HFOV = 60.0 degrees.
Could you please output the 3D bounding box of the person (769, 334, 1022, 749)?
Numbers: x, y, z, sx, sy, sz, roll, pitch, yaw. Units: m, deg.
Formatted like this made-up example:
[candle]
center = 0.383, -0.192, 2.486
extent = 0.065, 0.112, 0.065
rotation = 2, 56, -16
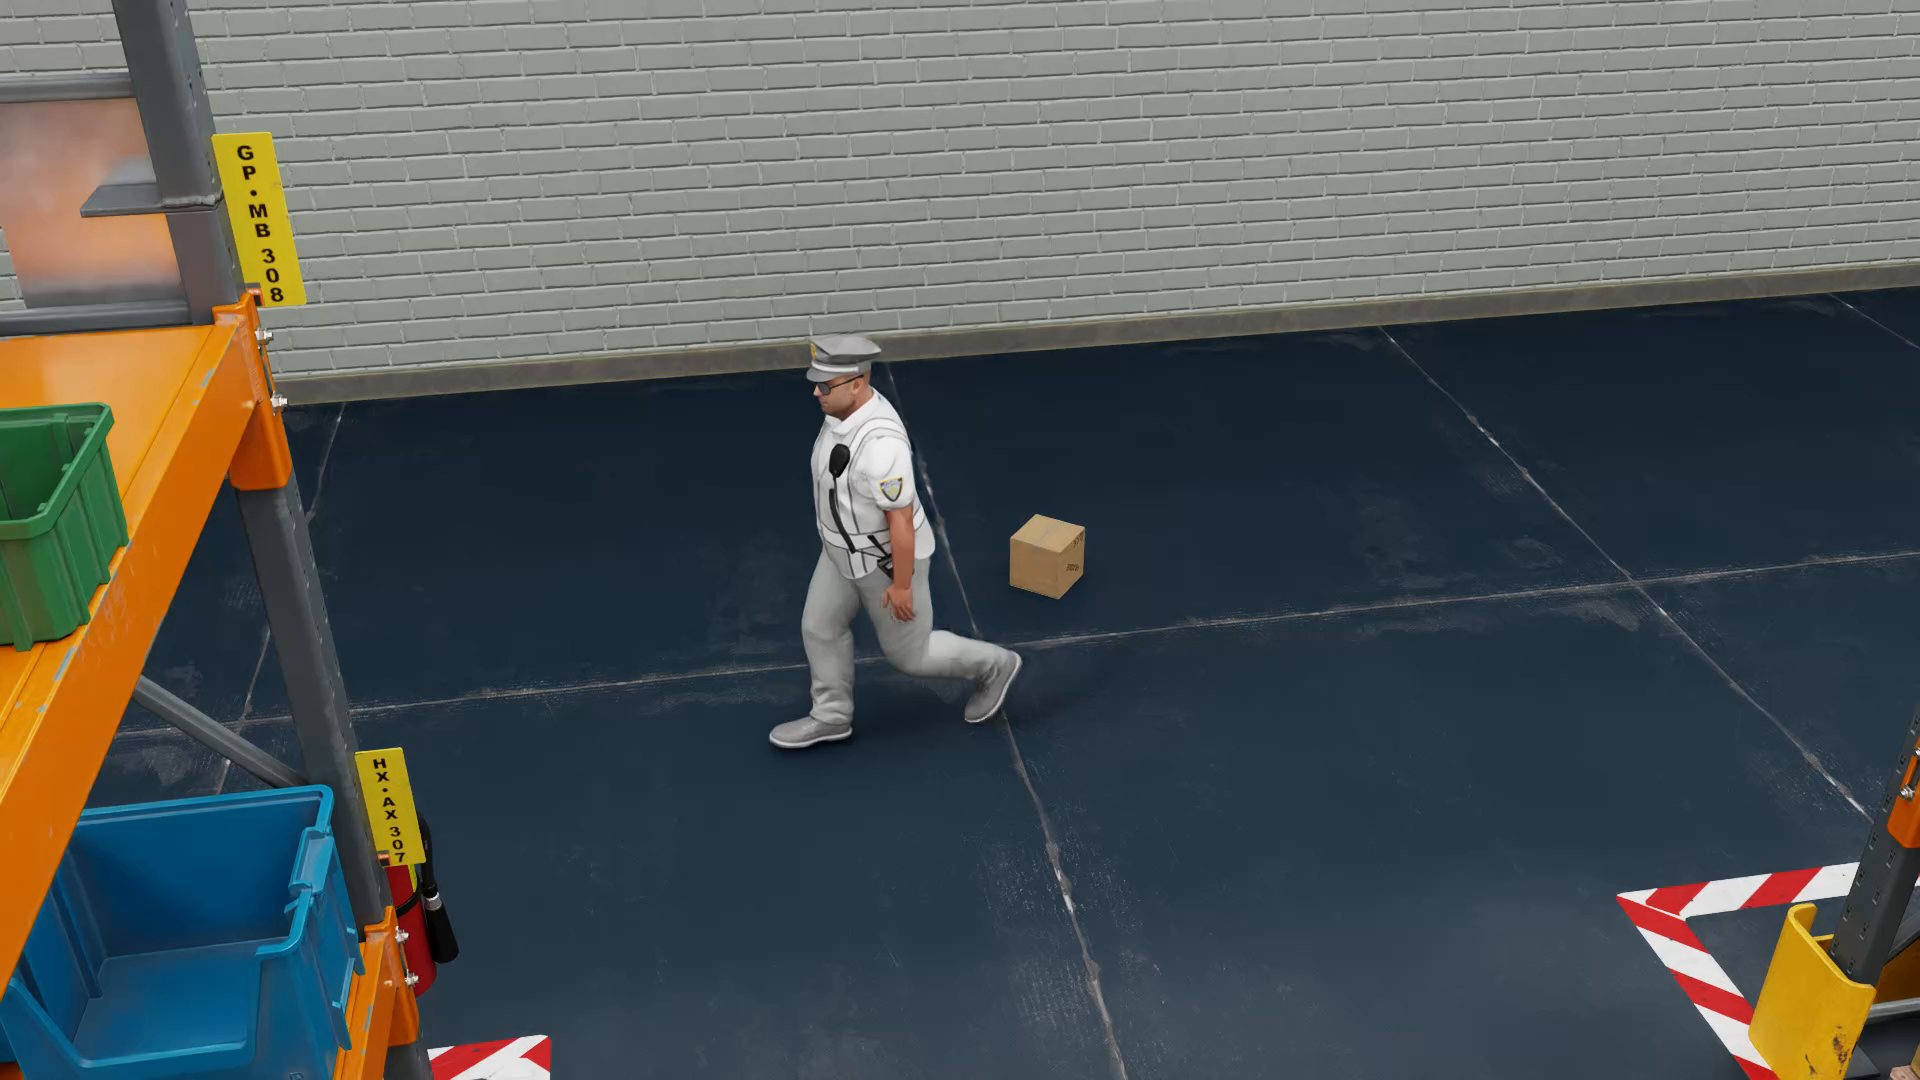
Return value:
[person]
center = -0.238, 0.022, 6.092
extent = 0.981, 1.701, 0.542
rotation = -14, 33, -22
